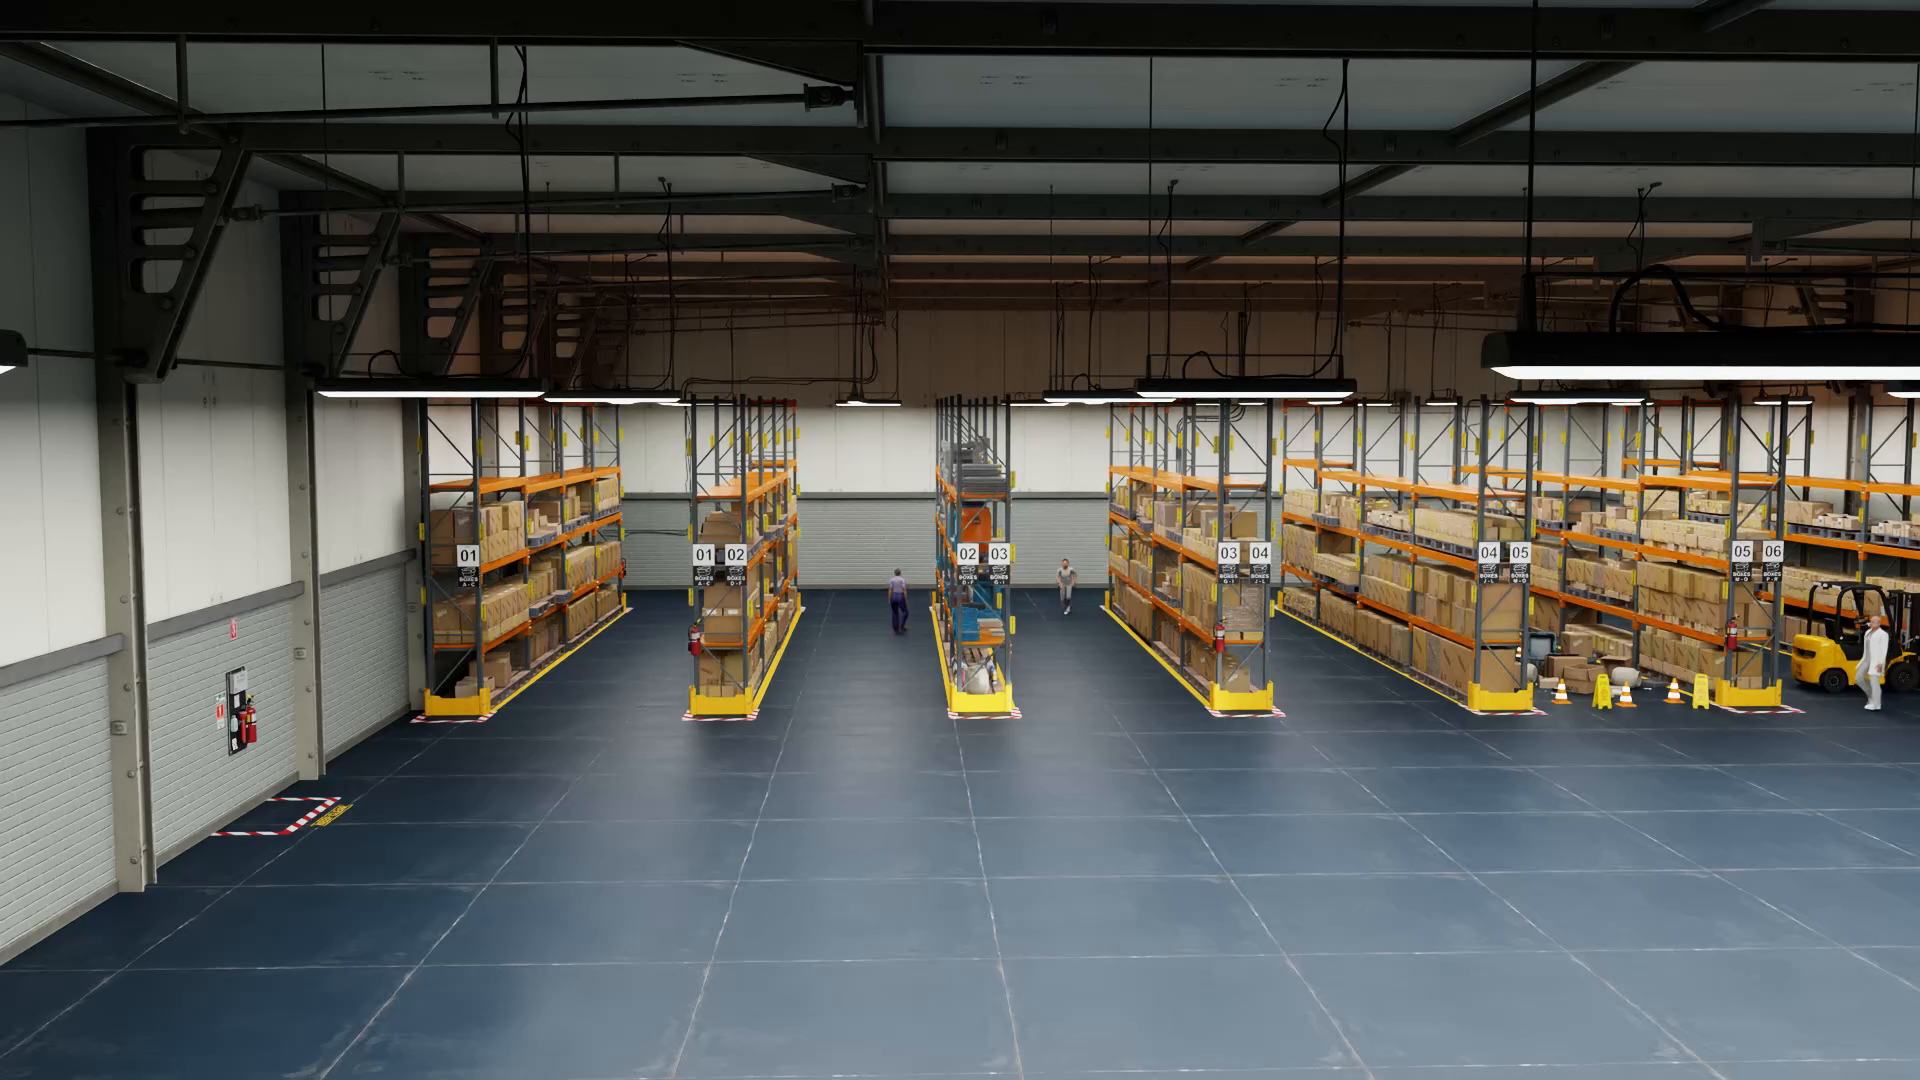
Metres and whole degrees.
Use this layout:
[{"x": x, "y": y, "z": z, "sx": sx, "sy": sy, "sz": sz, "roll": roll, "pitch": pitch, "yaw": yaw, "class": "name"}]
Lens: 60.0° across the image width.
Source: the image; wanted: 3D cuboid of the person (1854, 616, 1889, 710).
[{"x": 17.365, "y": 2.329, "z": 31.588, "sx": 0.540, "sy": 1.779, "sz": 0.585, "roll": -2, "pitch": 5, "yaw": -23, "class": "person"}]

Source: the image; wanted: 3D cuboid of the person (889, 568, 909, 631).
[{"x": -1.591, "y": 1.544, "z": 42.749, "sx": 0.541, "sy": 1.645, "sz": 0.493, "roll": 2, "pitch": 5, "yaw": 23, "class": "person"}]

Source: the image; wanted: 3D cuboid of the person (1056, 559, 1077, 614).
[{"x": 2.971, "y": 1.290, "z": 46.354, "sx": 0.597, "sy": 1.580, "sz": 0.696, "roll": 1, "pitch": 5, "yaw": 7, "class": "person"}]
